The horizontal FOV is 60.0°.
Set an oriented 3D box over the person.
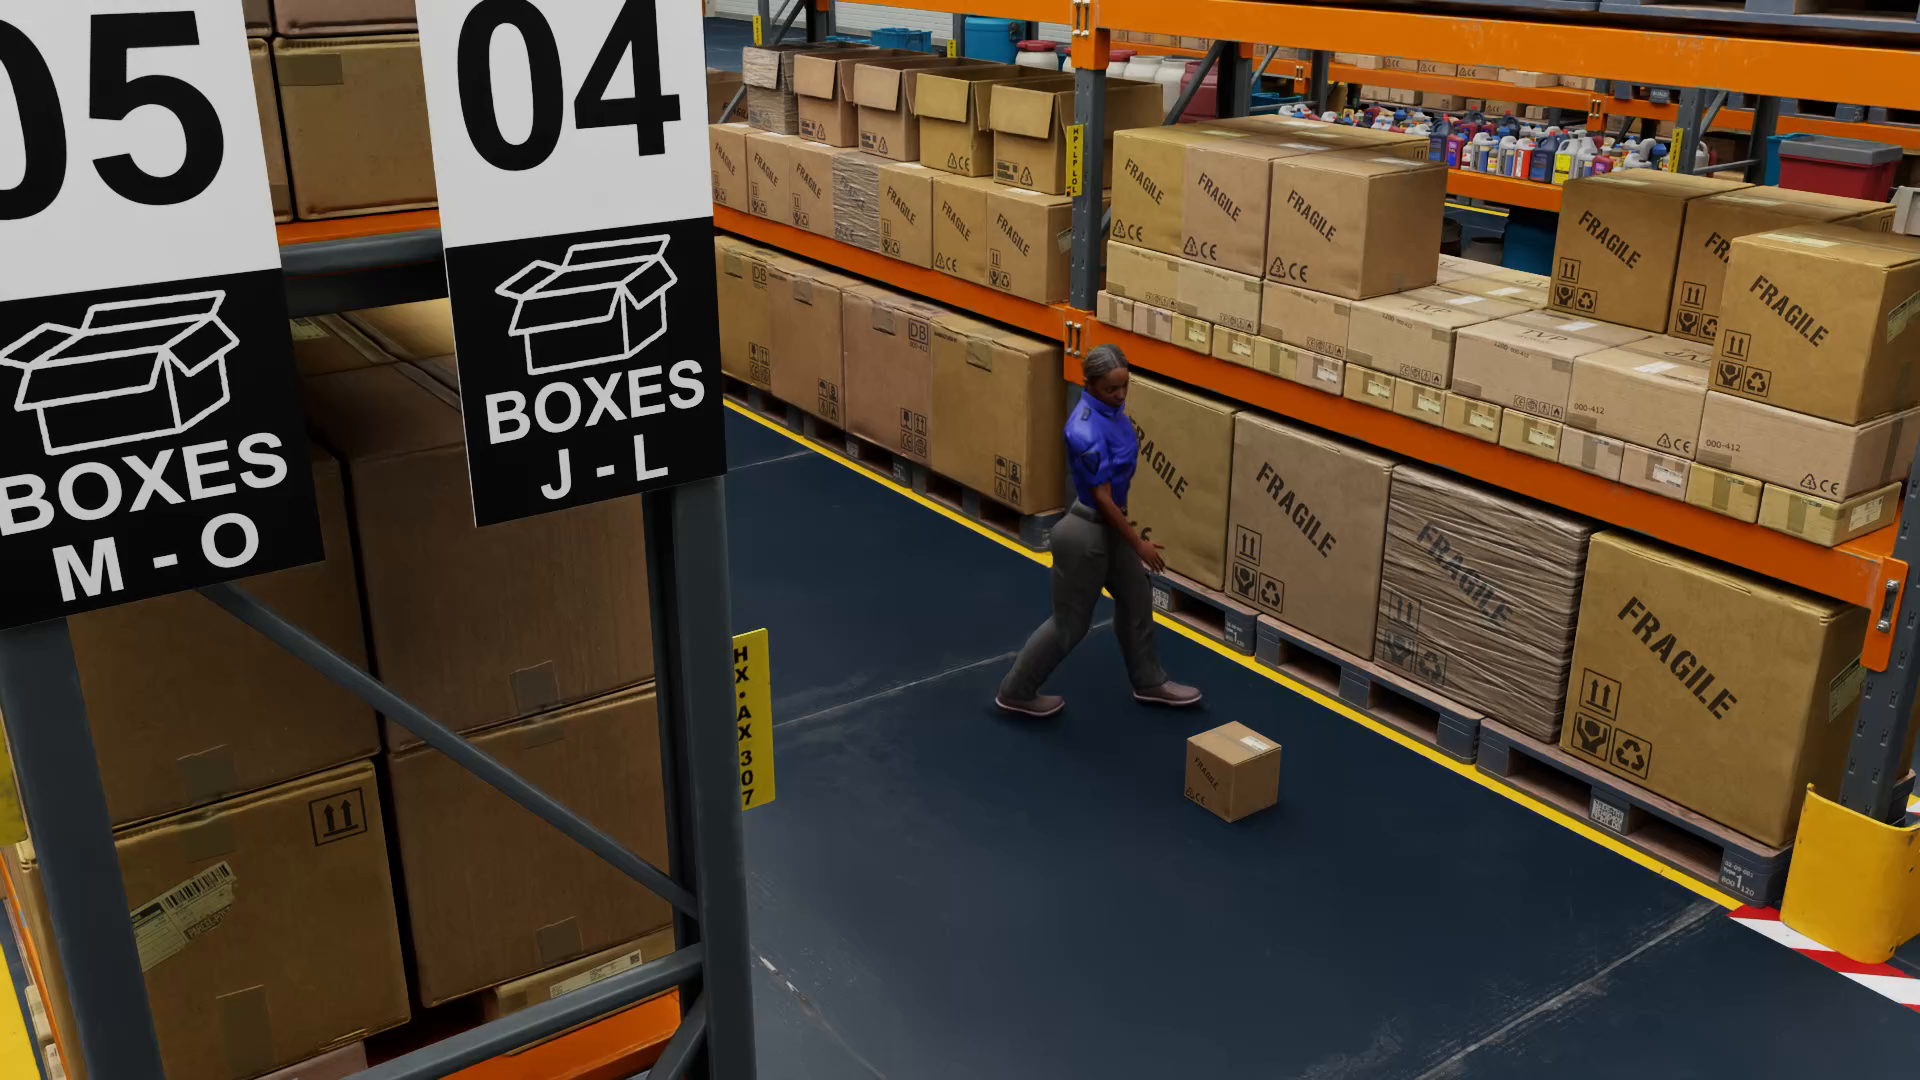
[{"bbox_3d":[0.579,-0.028,6.678,0.798,1.607,0.512,8,23,19],"label":"person"}]
